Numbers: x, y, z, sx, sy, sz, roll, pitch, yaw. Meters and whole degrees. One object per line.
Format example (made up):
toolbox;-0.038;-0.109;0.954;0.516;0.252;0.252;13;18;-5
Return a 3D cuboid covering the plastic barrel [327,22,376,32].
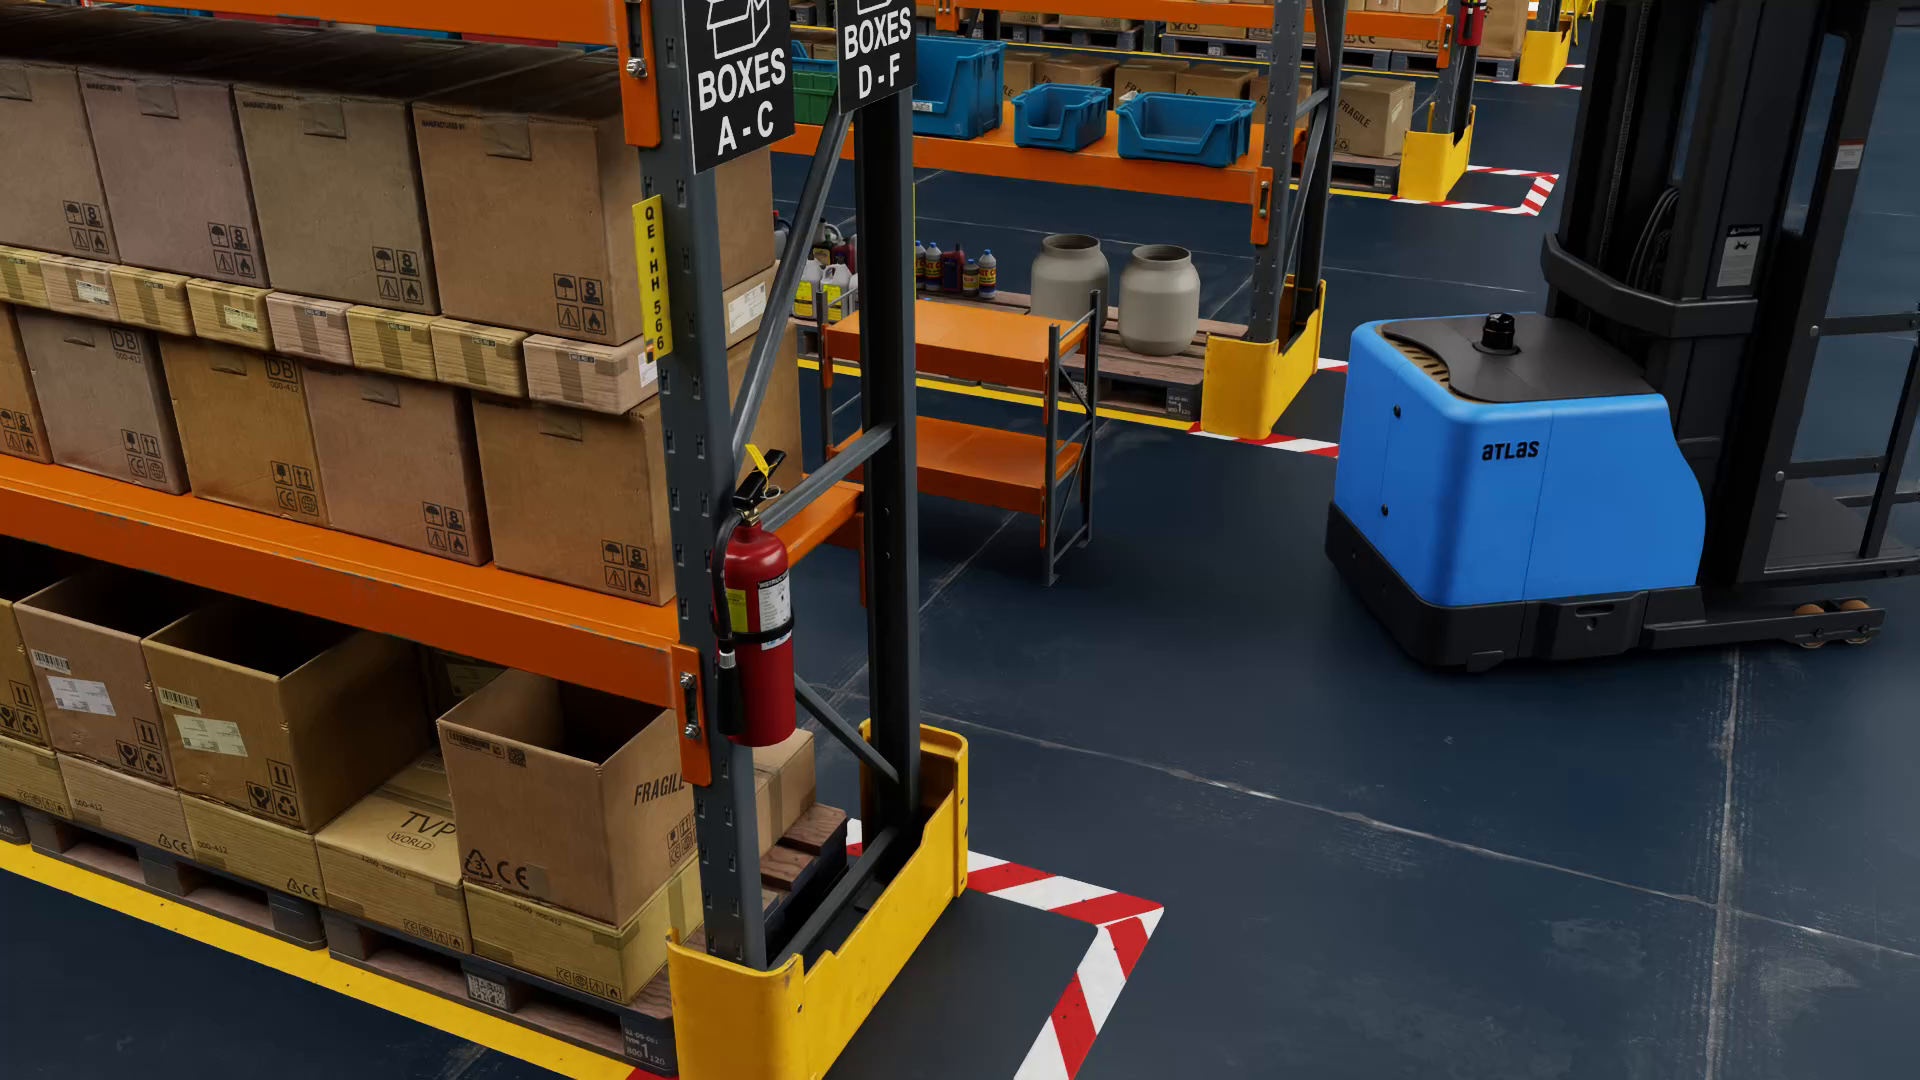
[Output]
plastic barrel;-3.805;-3.371;10.548;0.433;0.535;0.433;0;26;0

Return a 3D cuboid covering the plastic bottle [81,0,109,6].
plastic bottle;-5.928;-3.658;11.423;0.135;0.276;0.152;11;28;22

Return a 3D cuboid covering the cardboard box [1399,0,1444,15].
cardboard box;3.383;-3.951;12.162;0.250;0.149;0.380;11;28;22

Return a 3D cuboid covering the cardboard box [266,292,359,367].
cardboard box;-1.502;-0.582;4.188;0.250;0.149;0.380;12;29;22

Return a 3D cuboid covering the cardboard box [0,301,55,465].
cardboard box;-2.673;-0.622;5.004;0.500;0.500;0.700;12;29;23

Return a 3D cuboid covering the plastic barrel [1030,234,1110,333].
plastic barrel;0.591;-1.356;8.950;0.421;0.512;0.421;0;26;0

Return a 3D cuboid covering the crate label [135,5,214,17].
crate label;-4.812;-3.291;10.498;0.616;0.435;0.502;11;28;22

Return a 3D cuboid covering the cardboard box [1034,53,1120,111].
cardboard box;0.959;-3.702;13.727;0.500;0.500;0.500;22;34;38

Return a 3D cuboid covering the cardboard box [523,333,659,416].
cardboard box;-0.803;-0.441;3.902;0.250;0.149;0.380;11;28;21

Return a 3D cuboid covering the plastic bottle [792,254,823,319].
plastic bottle;-0.841;-1.416;9.231;0.185;0.351;0.144;11;28;21

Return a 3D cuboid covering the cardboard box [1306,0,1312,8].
cardboard box;2.686;-4.073;12.412;0.250;0.149;0.380;11;28;22

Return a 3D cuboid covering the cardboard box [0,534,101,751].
cardboard box;-2.814;0.259;5.116;0.500;0.500;0.500;11;28;22

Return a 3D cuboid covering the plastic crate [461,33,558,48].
plastic crate;-2.531;-2.828;9.526;0.583;0.464;0.402;11;28;22

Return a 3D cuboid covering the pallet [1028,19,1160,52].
pallet;1.498;-5.661;18.509;1.213;0.211;1.003;11;28;22

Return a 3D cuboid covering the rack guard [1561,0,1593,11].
rack guard;7.761;-6.971;20.843;0.348;0.500;1.175;11;28;22

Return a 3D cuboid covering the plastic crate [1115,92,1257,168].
plastic crate;1.098;-2.007;8.099;0.616;0.251;0.499;11;28;22

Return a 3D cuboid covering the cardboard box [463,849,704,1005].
cardboard box;-0.986;0.954;4.553;0.500;0.250;0.500;11;28;22

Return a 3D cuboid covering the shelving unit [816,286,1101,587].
shelving unit;-0.006;-0.506;7.004;1.048;1.125;0.538;11;28;22

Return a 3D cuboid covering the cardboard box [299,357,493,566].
cardboard box;-1.276;-0.341;4.434;0.500;0.500;0.700;12;29;23

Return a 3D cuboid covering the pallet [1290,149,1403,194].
pallet;2.934;-3.020;13.144;1.213;0.211;1.003;11;28;22

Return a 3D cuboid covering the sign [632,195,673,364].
sign;-0.613;-0.522;3.335;0.005;0.325;0.100;11;28;22

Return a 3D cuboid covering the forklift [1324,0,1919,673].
forklift;3.097;-1.123;6.212;3.031;2.935;1.130;-4;27;-9

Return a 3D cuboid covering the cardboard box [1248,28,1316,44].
cardboard box;3.598;-5.730;17.423;0.875;0.875;0.875;12;28;22

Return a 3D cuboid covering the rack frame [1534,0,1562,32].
rack frame;5.873;-6.070;16.183;0.127;3.000;1.000;11;28;22

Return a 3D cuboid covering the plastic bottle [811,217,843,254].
plastic bottle;-0.789;-1.747;9.903;0.185;0.351;0.144;11;28;21

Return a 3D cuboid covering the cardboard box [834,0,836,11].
cardboard box;-0.892;-6.564;19.258;0.750;0.750;1.050;11;28;21

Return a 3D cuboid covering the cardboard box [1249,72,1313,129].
cardboard box;2.608;-3.377;13.069;0.500;0.500;0.500;20;33;35

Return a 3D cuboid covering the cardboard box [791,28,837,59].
cardboard box;-1.399;-4.219;14.756;0.500;0.500;0.700;9;28;17

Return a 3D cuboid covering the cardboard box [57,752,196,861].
cardboard box;-2.357;0.685;5.100;0.500;0.250;0.500;11;28;22

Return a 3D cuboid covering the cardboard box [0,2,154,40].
cardboard box;-2.694;-1.208;4.725;0.500;0.500;0.700;11;28;22

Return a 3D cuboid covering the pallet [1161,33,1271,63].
pallet;2.892;-5.380;17.938;1.213;0.211;1.003;11;28;22

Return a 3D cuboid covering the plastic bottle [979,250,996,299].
plastic bottle;0.156;-1.533;9.558;0.097;0.271;0.097;0;26;0

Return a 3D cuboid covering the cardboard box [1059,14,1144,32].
cardboard box;1.630;-6.058;18.230;0.750;0.750;1.050;11;28;22

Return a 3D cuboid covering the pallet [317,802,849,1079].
pallet;-1.089;1.016;4.946;1.213;0.211;1.003;11;28;22

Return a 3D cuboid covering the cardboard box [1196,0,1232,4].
cardboard box;1.974;-4.183;12.634;0.250;0.149;0.380;11;28;22

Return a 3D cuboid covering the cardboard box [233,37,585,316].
cardboard box;-1.325;-0.933;4.166;0.500;0.500;0.700;11;28;20

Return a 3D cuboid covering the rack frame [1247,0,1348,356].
rack frame;1.678;-2.103;8.125;0.127;3.000;1.000;11;28;22

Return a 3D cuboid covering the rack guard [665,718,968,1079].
rack guard;-0.354;1.014;4.624;0.348;0.500;1.175;11;28;22

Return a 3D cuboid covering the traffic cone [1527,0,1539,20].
traffic cone;6.905;-6.501;19.930;0.334;0.463;0.336;11;28;22

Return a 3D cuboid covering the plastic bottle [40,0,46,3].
plastic bottle;-6.501;-3.826;11.851;0.097;0.201;0.097;0;26;0

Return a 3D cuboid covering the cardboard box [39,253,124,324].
cardboard box;-2.215;-0.723;4.476;0.250;0.149;0.380;11;28;21

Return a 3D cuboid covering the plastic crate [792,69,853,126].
plastic crate;-0.844;-2.377;8.922;0.662;0.188;0.450;11;28;22

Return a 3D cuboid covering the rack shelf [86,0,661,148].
rack shelf;-2.196;-1.500;4.320;4.000;0.370;1.077;11;28;22

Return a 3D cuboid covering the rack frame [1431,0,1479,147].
rack frame;3.728;-4.094;12.170;0.127;3.000;1.000;11;28;22

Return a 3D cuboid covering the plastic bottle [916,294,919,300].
plastic bottle;-0.289;-1.255;8.980;0.133;0.283;0.061;12;29;23

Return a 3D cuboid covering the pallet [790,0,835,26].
pallet;-2.120;-6.425;20.061;1.213;0.211;1.003;11;28;22

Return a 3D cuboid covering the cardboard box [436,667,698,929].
cardboard box;-0.987;0.619;4.386;0.500;0.500;0.500;11;28;22

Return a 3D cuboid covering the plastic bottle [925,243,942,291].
plastic bottle;-0.156;-1.595;9.685;0.097;0.271;0.097;0;26;0

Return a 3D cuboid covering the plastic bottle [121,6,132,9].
plastic bottle;-5.865;-3.719;11.548;0.135;0.276;0.152;11;28;22

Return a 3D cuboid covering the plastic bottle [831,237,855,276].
plastic bottle;-0.686;-1.642;9.767;0.133;0.283;0.061;11;28;22

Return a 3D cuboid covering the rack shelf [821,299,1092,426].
rack shelf;-0.006;-0.768;6.875;1.000;0.278;0.538;11;28;22

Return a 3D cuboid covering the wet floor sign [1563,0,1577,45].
wet floor sign;6.719;-5.805;18.309;0.232;0.644;0.267;6;27;13
